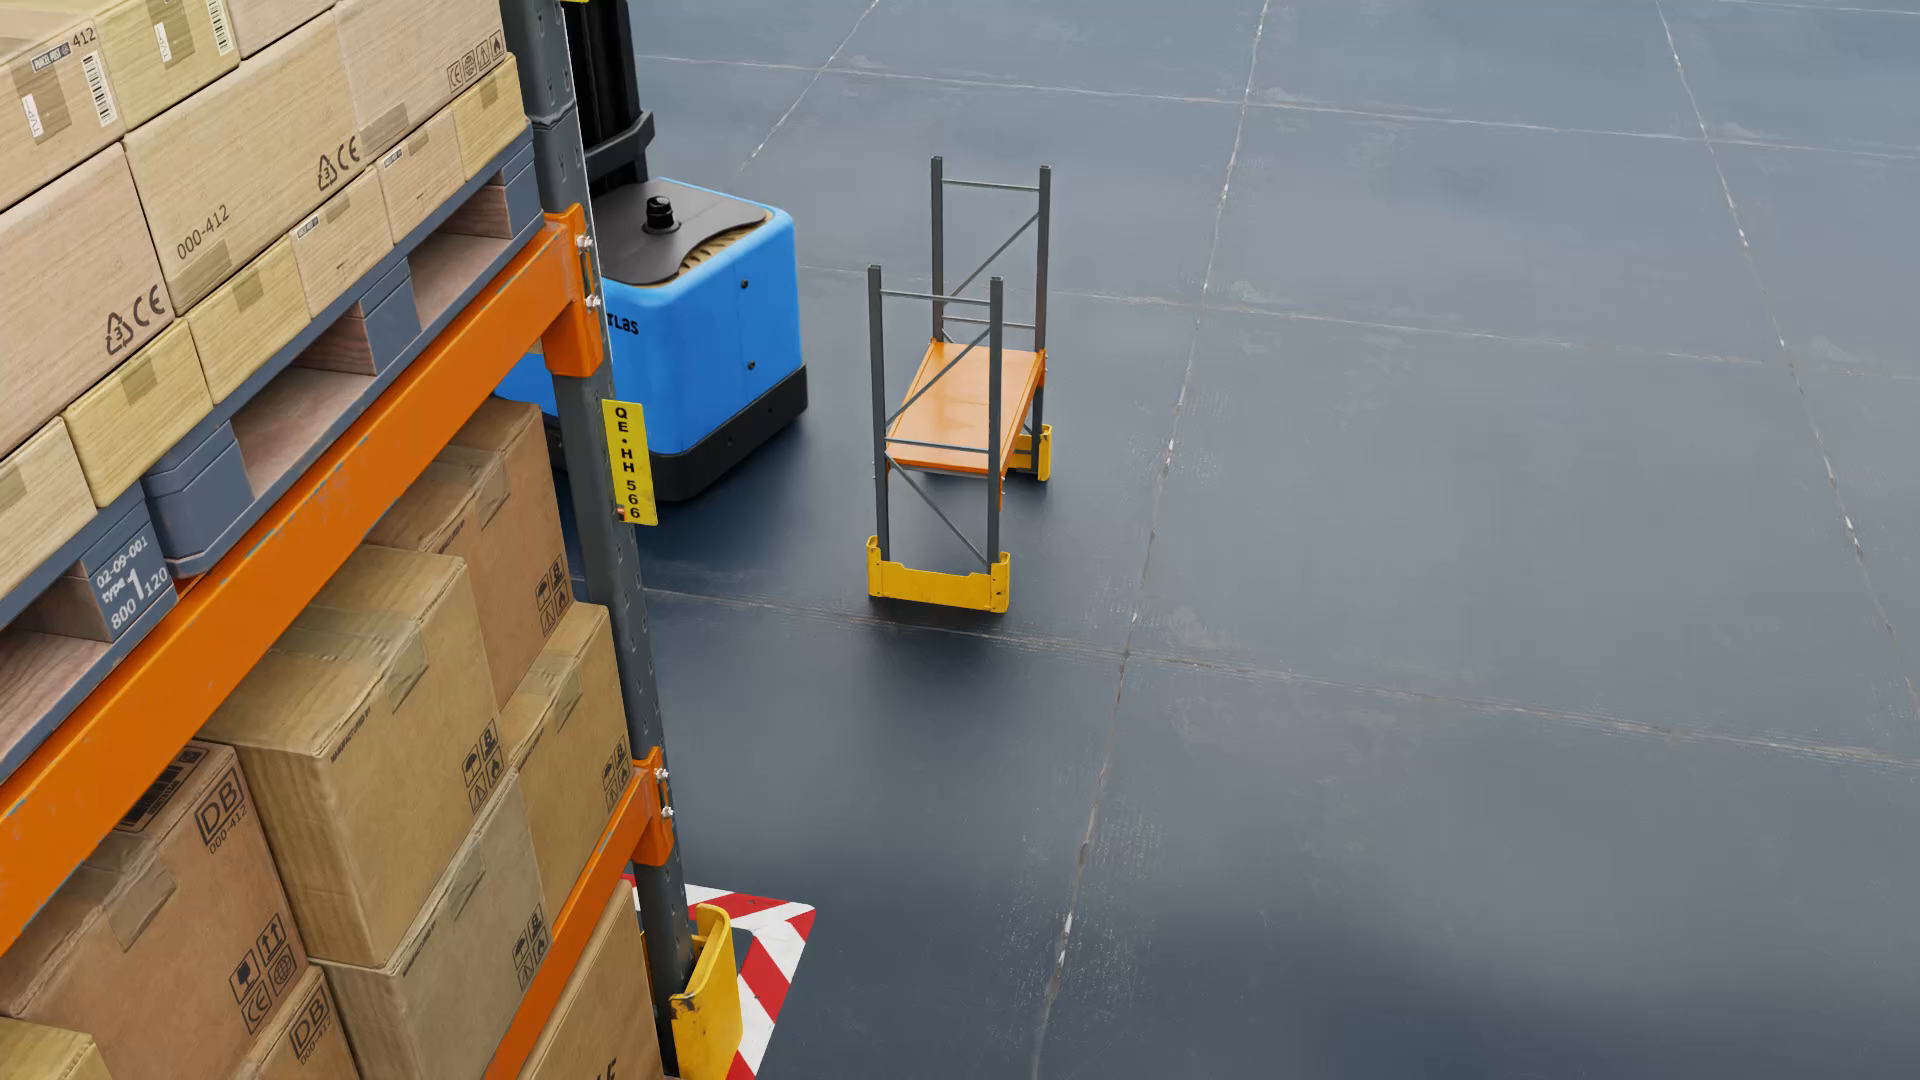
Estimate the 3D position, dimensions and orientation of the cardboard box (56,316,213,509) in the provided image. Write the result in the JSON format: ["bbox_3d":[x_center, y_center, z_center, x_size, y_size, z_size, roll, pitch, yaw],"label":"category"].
[{"bbox_3d":[-1.230,-0.189,2.170,0.380,0.149,0.250,7,36,9],"label":"cardboard box"}]

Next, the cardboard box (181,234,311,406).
[{"bbox_3d":[-1.176,-0.336,2.373,0.380,0.149,0.250,8,37,10],"label":"cardboard box"}]

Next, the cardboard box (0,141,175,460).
[{"bbox_3d":[-1.320,-0.277,1.952,0.500,0.250,0.500,7,37,10],"label":"cardboard box"}]

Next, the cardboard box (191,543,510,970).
[{"bbox_3d":[-1.417,0.354,3.157,0.875,0.550,0.550,7,37,10],"label":"cardboard box"}]

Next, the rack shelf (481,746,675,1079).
[{"bbox_3d":[-1.699,1.755,2.885,1.077,0.370,4.000,7,37,10],"label":"rack shelf"}]

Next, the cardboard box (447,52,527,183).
[{"bbox_3d":[-1.012,-0.773,2.975,0.380,0.149,0.250,7,37,10],"label":"cardboard box"}]

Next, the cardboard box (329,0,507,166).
[{"bbox_3d":[-1.104,-0.852,2.744,0.500,0.250,0.500,8,37,11],"label":"cardboard box"}]

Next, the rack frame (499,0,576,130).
[{"bbox_3d":[-1.272,-2.112,2.495,1.000,3.000,0.127,7,37,10],"label":"rack frame"}]

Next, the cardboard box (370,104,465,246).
[{"bbox_3d":[-1.067,-0.628,2.776,0.380,0.149,0.250,8,37,10],"label":"cardboard box"}]

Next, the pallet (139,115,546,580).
[{"bbox_3d":[-1.421,-0.435,2.813,1.003,0.211,1.213,7,37,10],"label":"pallet"}]

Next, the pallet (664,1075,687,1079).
[{"bbox_3d":[-1.367,1.915,4.428,1.003,0.211,1.213,7,37,10],"label":"pallet"}]

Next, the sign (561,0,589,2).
[{"bbox_3d":[-0.745,-1.148,3.034,0.100,0.325,0.005,7,37,10],"label":"sign"}]

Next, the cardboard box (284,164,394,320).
[{"bbox_3d":[-1.121,-0.481,2.573,0.380,0.149,0.250,8,37,11],"label":"cardboard box"}]

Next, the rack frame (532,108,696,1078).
[{"bbox_3d":[-1.272,0.318,4.256,1.000,3.000,0.127,7,37,10],"label":"rack frame"}]

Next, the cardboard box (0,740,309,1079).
[{"bbox_3d":[-1.669,0.658,2.738,0.875,0.550,0.550,7,37,10],"label":"cardboard box"}]

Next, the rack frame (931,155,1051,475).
[{"bbox_3d":[0.127,-0.948,7.279,0.500,1.500,0.032,7,37,10],"label":"rack frame"}]

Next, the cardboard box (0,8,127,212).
[{"bbox_3d":[-1.231,-0.512,1.935,0.380,0.149,0.250,7,37,10],"label":"cardboard box"}]

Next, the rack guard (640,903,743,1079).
[{"bbox_3d":[-1.267,1.316,5.008,1.175,0.500,0.348,7,37,10],"label":"rack guard"}]

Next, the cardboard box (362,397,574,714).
[{"bbox_3d":[-1.389,0.027,3.608,0.875,0.550,0.550,7,37,10],"label":"cardboard box"}]

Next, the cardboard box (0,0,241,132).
[{"bbox_3d":[-1.176,-0.655,2.133,0.380,0.149,0.250,8,37,11],"label":"cardboard box"}]

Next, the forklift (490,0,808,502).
[{"bbox_3d":[-2.260,-1.995,7.505,3.031,2.935,1.130,19,40,25],"label":"forklift"}]

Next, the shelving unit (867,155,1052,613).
[{"bbox_3d":[0.016,-0.651,6.870,0.587,1.500,1.083,7,37,10],"label":"shelving unit"}]

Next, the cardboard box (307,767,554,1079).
[{"bbox_3d":[-1.403,0.793,3.472,0.875,0.550,0.550,7,37,10],"label":"cardboard box"}]

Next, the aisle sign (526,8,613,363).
[{"bbox_3d":[-0.964,-0.738,3.497,0.394,0.787,0.004,7,37,10],"label":"aisle sign"}]

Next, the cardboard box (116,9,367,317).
[{"bbox_3d":[-1.211,-0.565,2.349,0.500,0.250,0.500,7,37,10],"label":"cardboard box"}]

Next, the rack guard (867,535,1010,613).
[{"bbox_3d":[-0.090,0.141,6.843,0.587,0.250,0.087,7,37,10],"label":"rack guard"}]

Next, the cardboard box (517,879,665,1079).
[{"bbox_3d":[-1.353,1.405,4.208,0.875,0.875,0.875,8,37,10],"label":"cardboard box"}]

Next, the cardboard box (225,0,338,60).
[{"bbox_3d":[-1.122,-0.803,2.338,0.380,0.149,0.250,8,37,11],"label":"cardboard box"}]

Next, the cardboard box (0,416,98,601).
[{"bbox_3d":[-1.284,-0.044,1.970,0.380,0.149,0.250,8,37,10],"label":"cardboard box"}]

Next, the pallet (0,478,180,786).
[{"bbox_3d":[-1.679,0.267,1.845,1.003,0.211,1.213,7,37,10],"label":"pallet"}]

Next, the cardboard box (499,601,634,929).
[{"bbox_3d":[-1.307,0.475,3.911,0.875,0.550,0.550,7,37,10],"label":"cardboard box"}]

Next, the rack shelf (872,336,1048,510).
[{"bbox_3d":[0.018,-0.511,6.983,0.538,0.185,1.000,7,37,10],"label":"rack shelf"}]

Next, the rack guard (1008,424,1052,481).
[{"bbox_3d":[0.123,-0.430,7.631,0.587,0.250,0.087,7,37,10],"label":"rack guard"}]

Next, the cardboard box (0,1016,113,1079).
[{"bbox_3d":[-1.655,0.978,2.296,0.875,0.550,0.500,7,37,10],"label":"cardboard box"}]

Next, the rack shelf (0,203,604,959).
[{"bbox_3d":[-1.699,0.541,2.005,1.077,0.370,4.000,7,37,10],"label":"rack shelf"}]

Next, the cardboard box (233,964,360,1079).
[{"bbox_3d":[-1.646,1.099,3.050,0.875,0.550,0.550,7,37,10],"label":"cardboard box"}]

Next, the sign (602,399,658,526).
[{"bbox_3d":[-0.745,-0.171,3.742,0.100,0.325,0.005,7,37,10],"label":"sign"}]

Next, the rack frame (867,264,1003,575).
[{"bbox_3d":[-0.090,-0.365,6.475,0.500,1.500,0.032,7,37,10],"label":"rack frame"}]
